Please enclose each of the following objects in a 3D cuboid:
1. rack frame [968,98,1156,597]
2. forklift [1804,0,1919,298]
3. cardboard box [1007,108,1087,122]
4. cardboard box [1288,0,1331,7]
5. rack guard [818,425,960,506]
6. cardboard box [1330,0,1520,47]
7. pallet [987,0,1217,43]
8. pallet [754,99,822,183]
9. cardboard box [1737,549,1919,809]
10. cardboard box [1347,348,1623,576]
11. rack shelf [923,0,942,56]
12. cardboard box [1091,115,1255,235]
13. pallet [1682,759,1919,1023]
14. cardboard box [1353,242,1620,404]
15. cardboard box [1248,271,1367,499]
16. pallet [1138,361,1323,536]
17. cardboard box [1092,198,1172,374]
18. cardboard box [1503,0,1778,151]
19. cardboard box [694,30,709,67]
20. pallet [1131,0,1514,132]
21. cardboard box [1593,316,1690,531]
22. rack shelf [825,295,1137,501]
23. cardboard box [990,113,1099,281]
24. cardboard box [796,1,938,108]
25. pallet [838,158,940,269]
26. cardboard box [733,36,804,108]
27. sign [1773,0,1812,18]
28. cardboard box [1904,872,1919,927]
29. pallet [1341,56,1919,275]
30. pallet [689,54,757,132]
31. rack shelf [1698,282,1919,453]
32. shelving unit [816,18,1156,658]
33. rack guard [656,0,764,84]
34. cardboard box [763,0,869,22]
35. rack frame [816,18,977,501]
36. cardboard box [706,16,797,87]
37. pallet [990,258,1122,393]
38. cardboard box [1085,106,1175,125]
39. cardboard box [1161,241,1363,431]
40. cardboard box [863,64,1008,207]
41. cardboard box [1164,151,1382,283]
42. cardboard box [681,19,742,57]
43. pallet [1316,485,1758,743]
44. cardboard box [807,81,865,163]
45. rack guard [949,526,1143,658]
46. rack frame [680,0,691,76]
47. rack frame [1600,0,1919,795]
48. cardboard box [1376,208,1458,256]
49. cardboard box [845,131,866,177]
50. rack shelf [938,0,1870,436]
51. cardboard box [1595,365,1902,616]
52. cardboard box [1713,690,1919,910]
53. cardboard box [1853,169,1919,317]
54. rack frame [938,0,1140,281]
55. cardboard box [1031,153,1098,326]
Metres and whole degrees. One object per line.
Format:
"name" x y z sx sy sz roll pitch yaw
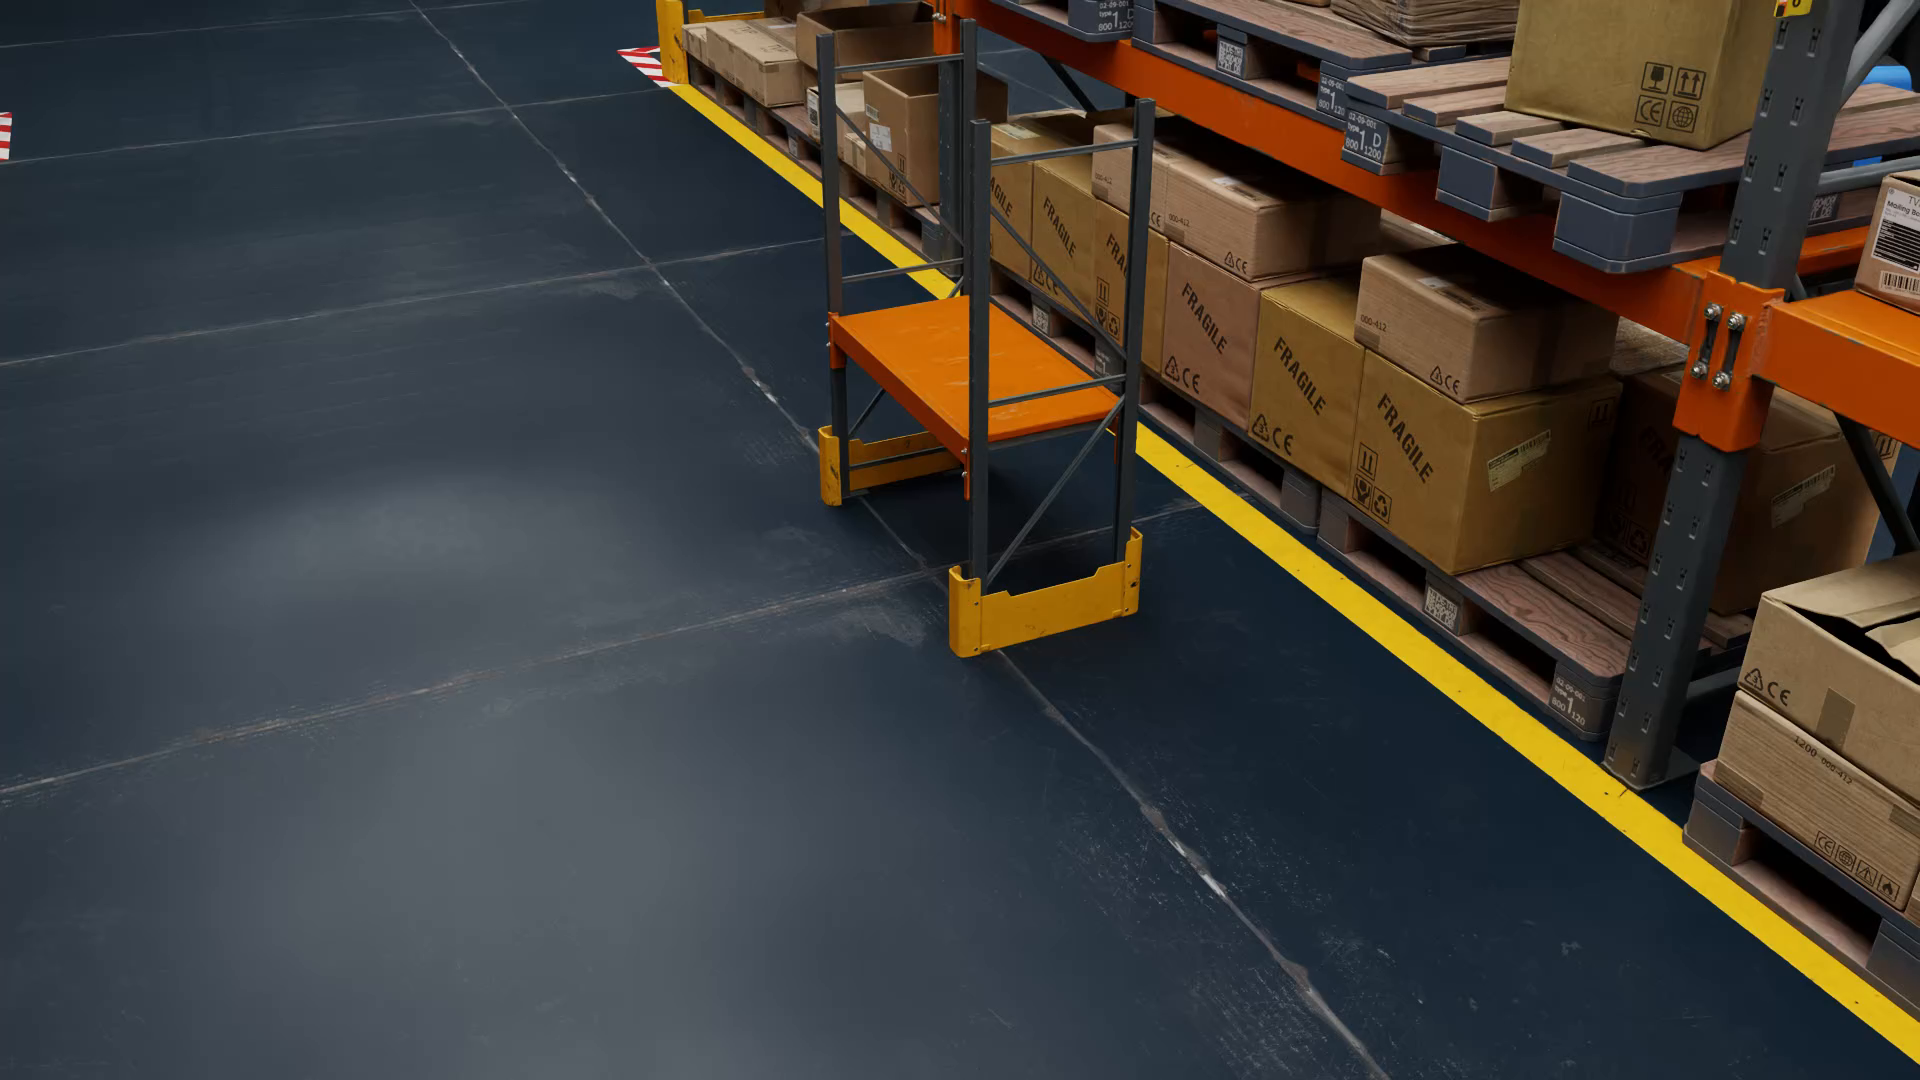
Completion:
"rack frame" 0.255 -0.392 4.416 0.500 1.500 0.032 -13 32 -22
"forklift" 4.233 -2.348 6.441 3.031 2.935 1.130 -1 29 -1
"cardboard box" 0.401 -1.825 7.738 0.500 0.311 0.500 -13 32 -22
"cardboard box" 1.200 -2.035 5.280 0.700 0.500 0.500 -22 36 -34
"rack guard" -0.181 -0.295 5.521 0.587 0.250 0.087 -13 32 -22
"cardboard box" 1.511 -1.734 4.744 0.700 0.500 0.500 -7 30 -13
"pallet" 0.630 -2.116 6.153 1.003 0.211 1.213 -13 32 -22
"pallet" -0.436 -2.202 8.962 1.003 0.211 1.213 -13 32 -22
"cardboard box" 2.063 0.256 3.535 0.500 0.311 0.500 -12 31 -20
"cardboard box" 1.490 -0.274 4.778 0.500 0.500 0.500 -12 31 -20
"rack shelf" -0.473 -3.145 8.527 1.077 0.370 4.000 -13 32 -22
"cardboard box" 0.803 -1.298 5.836 0.500 0.250 0.500 -13 32 -22
"pallet" 2.421 0.780 3.644 1.003 0.211 1.213 -13 32 -22
"cardboard box" 1.462 -0.625 4.637 0.500 0.250 0.500 -12 31 -20
"cardboard box" 1.268 -0.503 5.185 0.500 0.500 0.500 -14 32 -24
"pallet" 1.297 -0.468 5.869 1.003 0.211 1.213 -13 32 -22
"cardboard box" 0.820 -0.957 5.995 0.500 0.500 0.500 -13 32 -21
"cardboard box" 1.731 -1.290 3.952 0.700 0.500 0.500 -26 38 -38
"cardboard box" -1.355 -2.931 9.857 0.380 0.166 0.250 -13 32 -22
"pallet" 1.264 -1.583 5.202 1.003 0.211 1.213 -13 32 -22
"cardboard box" 1.936 -0.401 5.005 0.500 0.500 0.500 -14 32 -24
"rack shelf" 0.037 -0.460 4.904 0.538 0.185 1.000 -13 32 -22
"cardboard box" 0.374 -1.412 6.807 0.500 0.500 0.500 -15 32 -24
"cardboard box" -0.425 -2.507 8.757 0.797 0.503 0.637 -13 32 -22
"pallet" 0.092 -1.663 7.999 1.003 0.211 1.213 -13 32 -22
"cardboard box" -0.925 -2.593 9.170 0.500 0.250 0.500 -13 32 -22
"sign" 1.617 -1.161 3.150 0.100 0.325 0.005 -13 32 -22
"cardboard box" 2.279 0.723 3.276 0.500 0.250 0.500 -14 32 -23
"pallet" 1.749 -1.009 4.179 1.213 0.211 1.003 -13 32 -22
"pallet" -0.955 -2.740 9.922 1.003 0.211 1.213 -13 32 -22
"rack shelf" 2.962 0.389 2.225 1.077 0.370 4.000 -13 32 -22
"shelving unit" 0.033 -0.620 4.823 0.587 1.500 1.083 -13 32 -22
"rack guard" -1.299 -3.218 10.478 1.175 0.500 0.348 -13 32 -22
"cardboard box" -0.875 -3.255 10.095 0.500 0.500 0.500 -13 32 -22
"rack frame" -0.182 -0.841 5.216 0.500 1.500 0.032 -13 32 -22
"cardboard box" -1.139 -2.814 9.563 0.500 0.250 0.500 -13 32 -22
"pallet" 0.769 -1.008 6.831 1.003 0.211 1.213 -13 32 -22
"cardboard box" 0.857 -1.519 6.998 0.500 0.500 0.500 -13 32 -22
"cardboard box" 1.037 -0.733 5.596 0.500 0.500 0.500 -14 32 -24
"cardboard box" -0.115 -1.869 7.622 0.500 0.500 0.500 -13 32 -22
"cardboard box" 1.019 -1.076 5.441 0.500 0.250 0.500 -14 32 -23
"cardboard box" -1.462 -3.034 10.058 0.380 0.149 0.250 -13 32 -22
"pallet" 1.817 0.070 4.909 1.003 0.211 1.213 -13 32 -22
"cardboard box" -0.437 -2.118 8.259 0.500 0.311 0.500 -13 32 -22
"rack guard" 0.247 0.145 4.736 0.587 0.250 0.087 -13 32 -22
"rack frame" -1.331 -4.342 9.927 1.000 3.000 0.127 -13 32 -22
"rack frame" 2.103 -0.808 3.625 1.000 3.000 0.127 -13 32 -22
"cardboard box" 1.497 -0.853 5.811 0.500 0.500 0.500 -14 32 -24
"cardboard box" -0.330 -1.869 7.981 0.380 0.149 0.250 -13 32 -22
"rack shelf" 1.245 -1.378 5.376 1.077 0.370 4.000 -13 32 -22
"cardboard box" 2.166 -0.171 4.594 0.500 0.500 0.500 -12 31 -20
"cardboard box" 2.063 0.501 3.672 0.500 0.250 0.500 -13 32 -22
"cardboard box" 2.220 -0.600 3.344 0.500 0.311 0.500 -11 31 -19
"rack frame" 0.386 -2.575 6.776 1.000 3.000 0.127 -13 32 -22
"cardboard box" 0.613 -1.179 6.391 0.500 0.500 0.500 -13 32 -21
